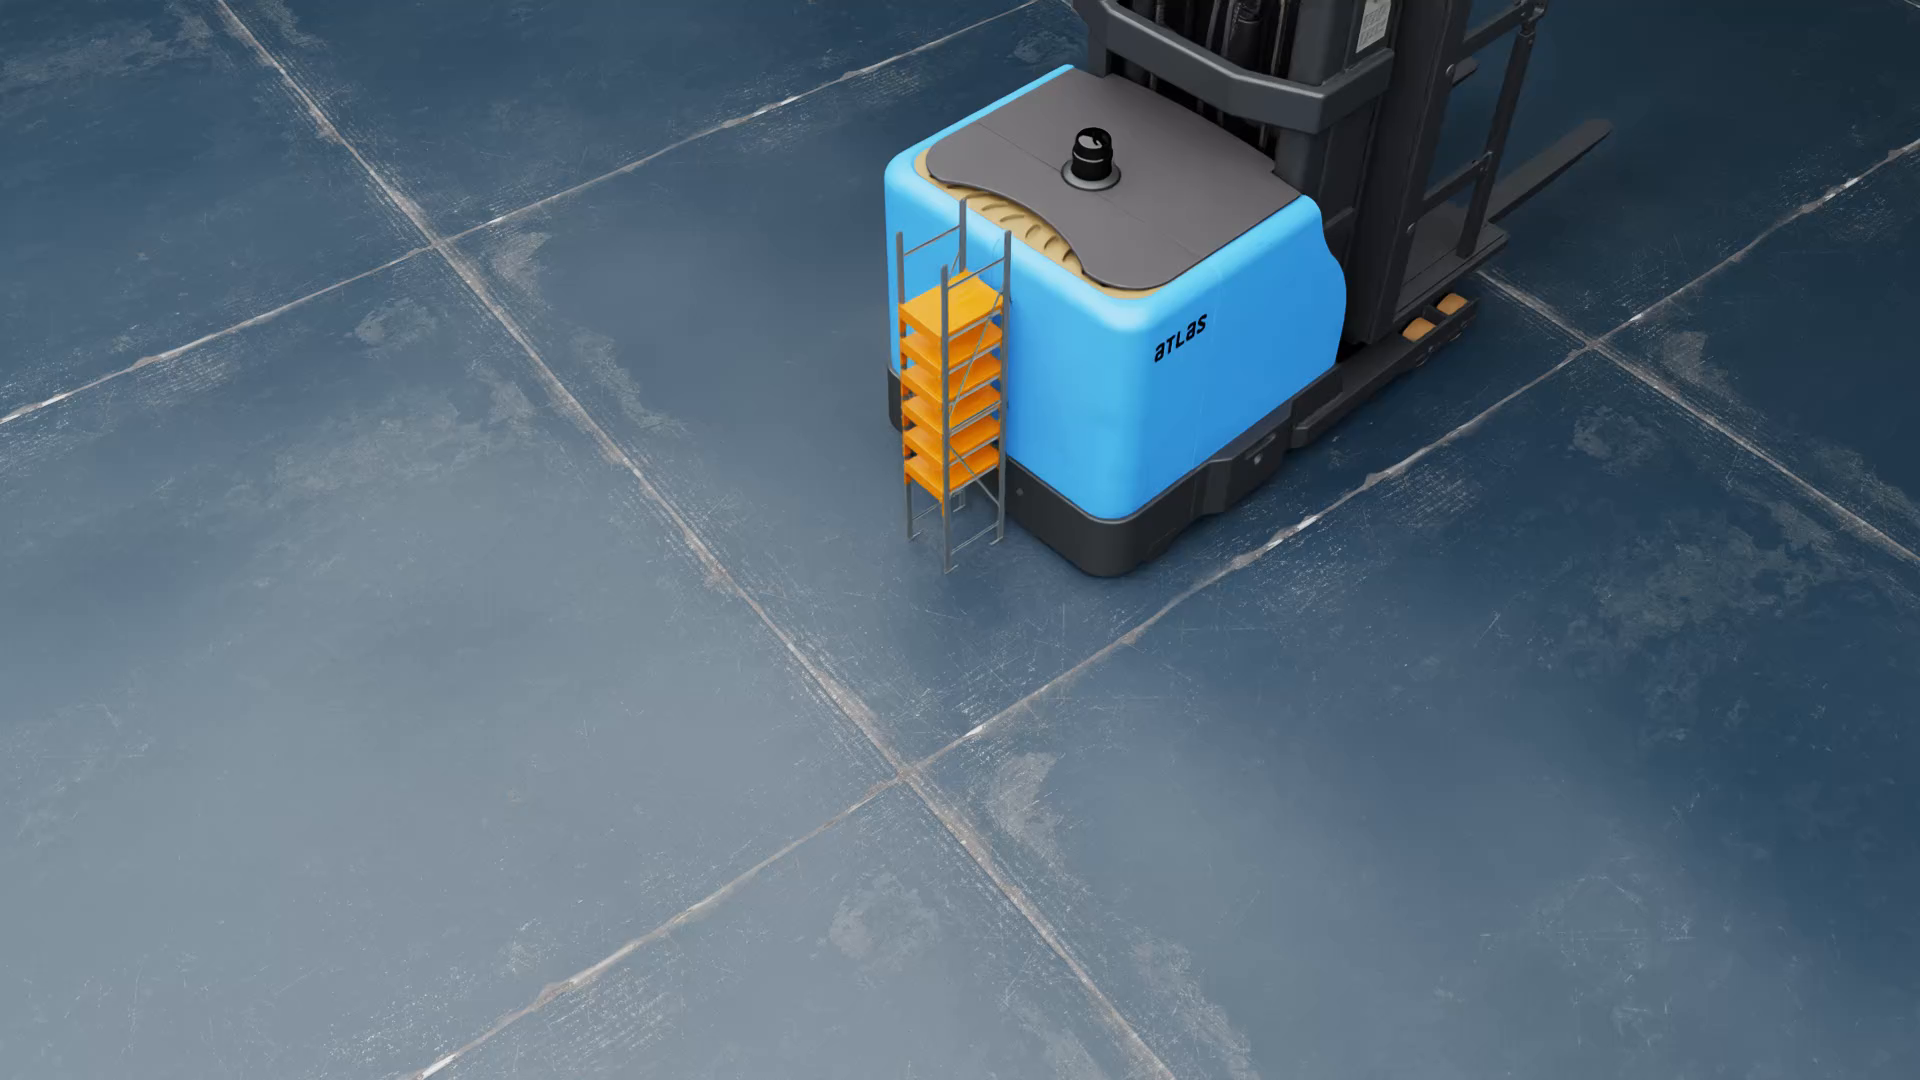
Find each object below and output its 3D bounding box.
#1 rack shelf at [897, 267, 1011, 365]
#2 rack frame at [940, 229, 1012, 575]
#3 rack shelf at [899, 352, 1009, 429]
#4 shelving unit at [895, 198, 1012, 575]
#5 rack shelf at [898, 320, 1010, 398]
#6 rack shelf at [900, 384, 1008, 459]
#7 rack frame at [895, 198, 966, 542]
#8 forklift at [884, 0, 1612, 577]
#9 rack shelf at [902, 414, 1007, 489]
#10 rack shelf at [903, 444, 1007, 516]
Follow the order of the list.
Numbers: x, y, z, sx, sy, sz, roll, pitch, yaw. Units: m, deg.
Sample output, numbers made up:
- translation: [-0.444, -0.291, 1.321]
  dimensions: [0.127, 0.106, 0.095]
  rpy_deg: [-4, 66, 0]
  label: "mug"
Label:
- translation: [-0.017, -0.617, 4.574]
  dimensions: [0.258, 0.103, 0.180]
  rpy_deg: [-32, 55, -26]
  label: "rack shelf"
- translation: [0.043, -0.354, 4.760]
  dimensions: [0.240, 1.200, 0.006]
  rpy_deg: [-32, 55, -26]
  label: "rack frame"
- translation: [-0.016, -0.456, 4.751]
  dimensions: [0.258, 0.103, 0.180]
  rpy_deg: [-32, 55, -26]
  label: "rack shelf"
- translation: [-0.016, -0.405, 4.807]
  dimensions: [0.258, 1.200, 0.189]
  rpy_deg: [-32, 55, -26]
  label: "shelving unit"
- translation: [-0.016, -0.537, 4.662]
  dimensions: [0.258, 0.103, 0.180]
  rpy_deg: [-32, 55, -26]
  label: "rack shelf"
- translation: [-0.016, -0.375, 4.840]
  dimensions: [0.258, 0.103, 0.180]
  rpy_deg: [-32, 55, -26]
  label: "rack shelf"
- translation: [-0.076, -0.456, 4.854]
  dimensions: [0.240, 1.200, 0.006]
  rpy_deg: [-32, 55, -26]
  label: "rack frame"
- translation: [1.182, -1.844, 4.943]
  dimensions: [3.031, 2.935, 1.130]
  rpy_deg: [-35, 57, -27]
  label: "forklift"
- translation: [-0.016, -0.294, 4.929]
  dimensions: [0.258, 0.103, 0.180]
  rpy_deg: [-32, 55, -26]
  label: "rack shelf"
- translation: [-0.016, -0.214, 5.018]
  dimensions: [0.258, 0.103, 0.180]
  rpy_deg: [-32, 55, -26]
  label: "rack shelf"
